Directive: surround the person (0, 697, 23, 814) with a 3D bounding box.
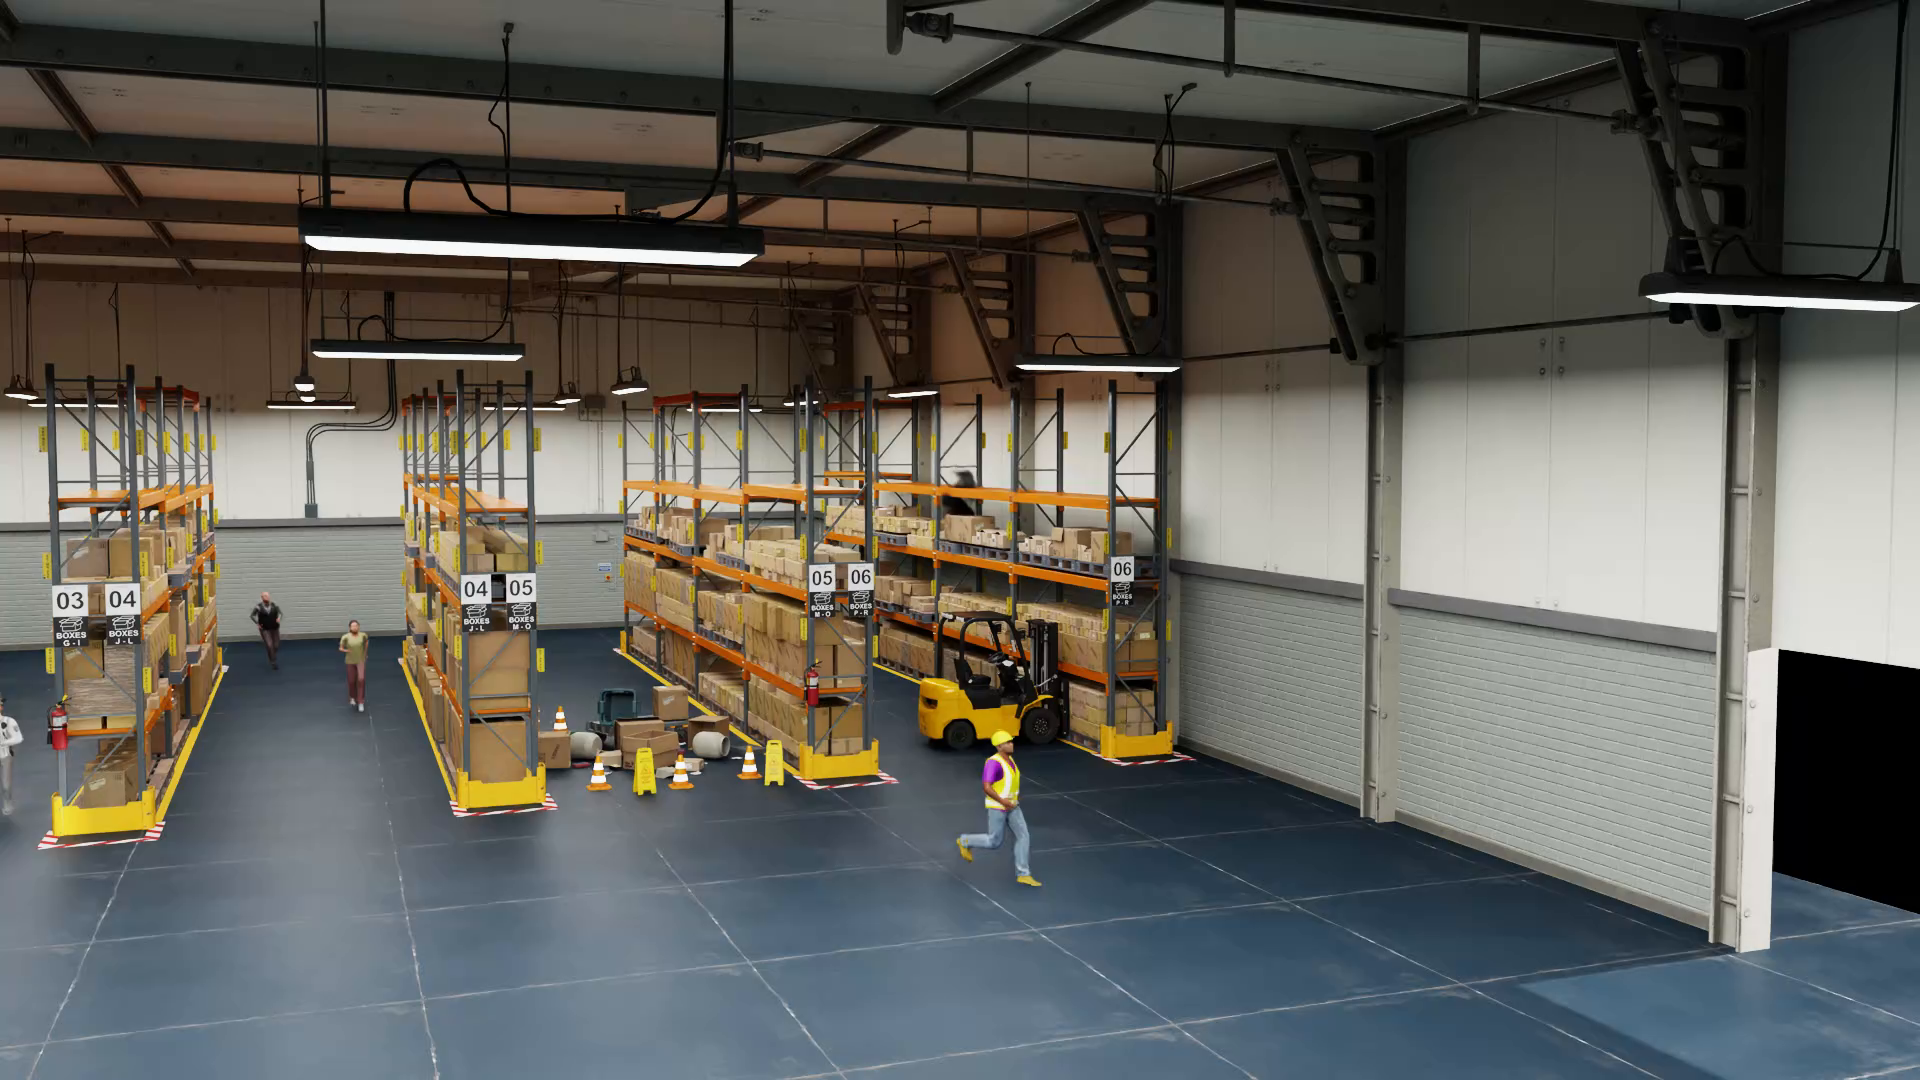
[{"bbox_3d":[-12.600,2.862,21.747,0.620,1.670,0.919,-2,4,-25],"label":"person"}]

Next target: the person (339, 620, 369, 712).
[{"bbox_3d":[-11.383,2.333,31.258,0.529,1.696,0.887,-1,4,-21],"label":"person"}]

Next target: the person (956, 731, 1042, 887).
[{"bbox_3d":[0.451,3.047,18.947,1.044,1.752,0.677,2,4,32],"label":"person"}]

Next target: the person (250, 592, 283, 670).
[{"bbox_3d":[-15.351,2.040,36.867,0.669,1.646,0.840,-3,4,-38],"label":"person"}]
